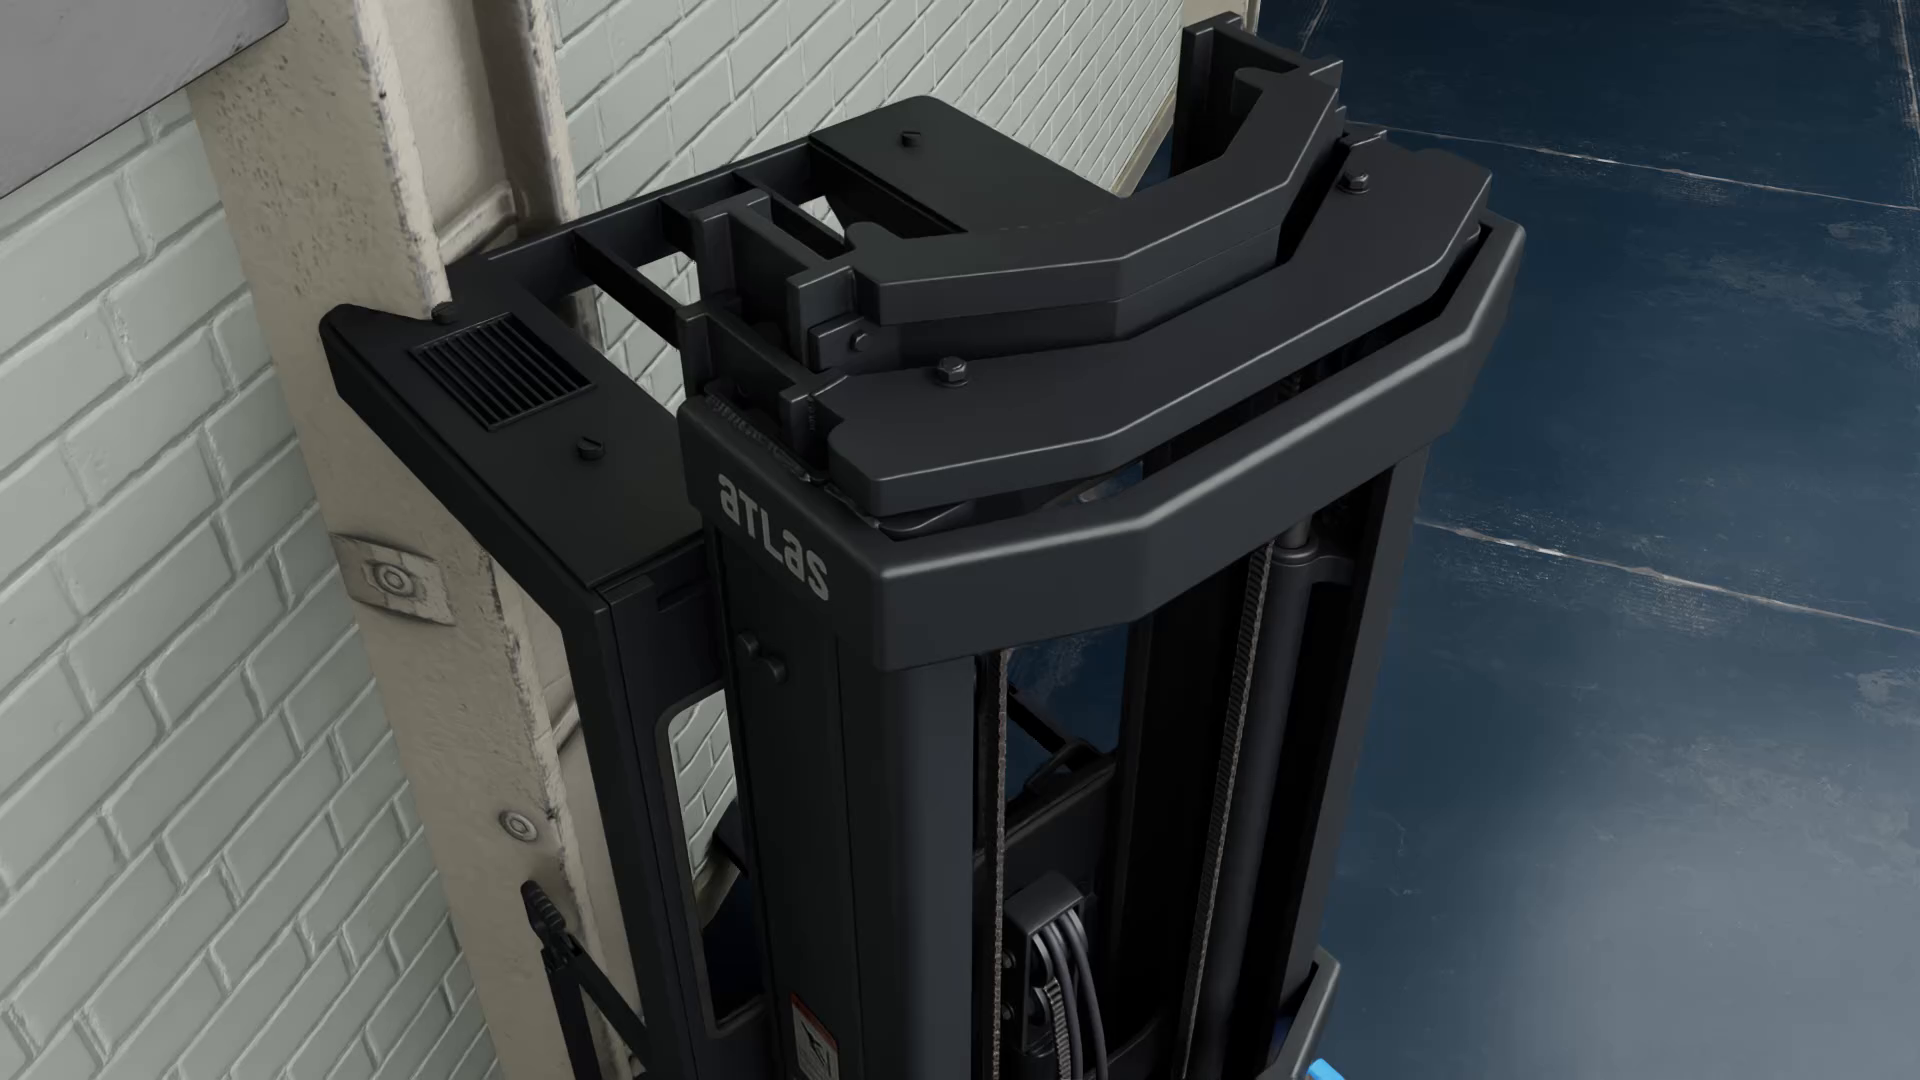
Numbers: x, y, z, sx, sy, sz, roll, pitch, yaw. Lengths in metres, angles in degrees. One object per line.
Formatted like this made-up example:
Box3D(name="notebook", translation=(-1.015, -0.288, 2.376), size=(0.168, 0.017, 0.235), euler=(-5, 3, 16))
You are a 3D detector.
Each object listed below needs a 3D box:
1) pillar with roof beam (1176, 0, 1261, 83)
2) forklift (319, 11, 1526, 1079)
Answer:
Box3D(name="pillar with roof beam", translation=(5.306, -4.677, 4.299), size=(9.100, 9.000, 0.400), euler=(13, 42, 15))
Box3D(name="forklift", translation=(-0.182, 0.480, 2.930), size=(1.130, 2.935, 3.031), euler=(-28, 48, -29))
